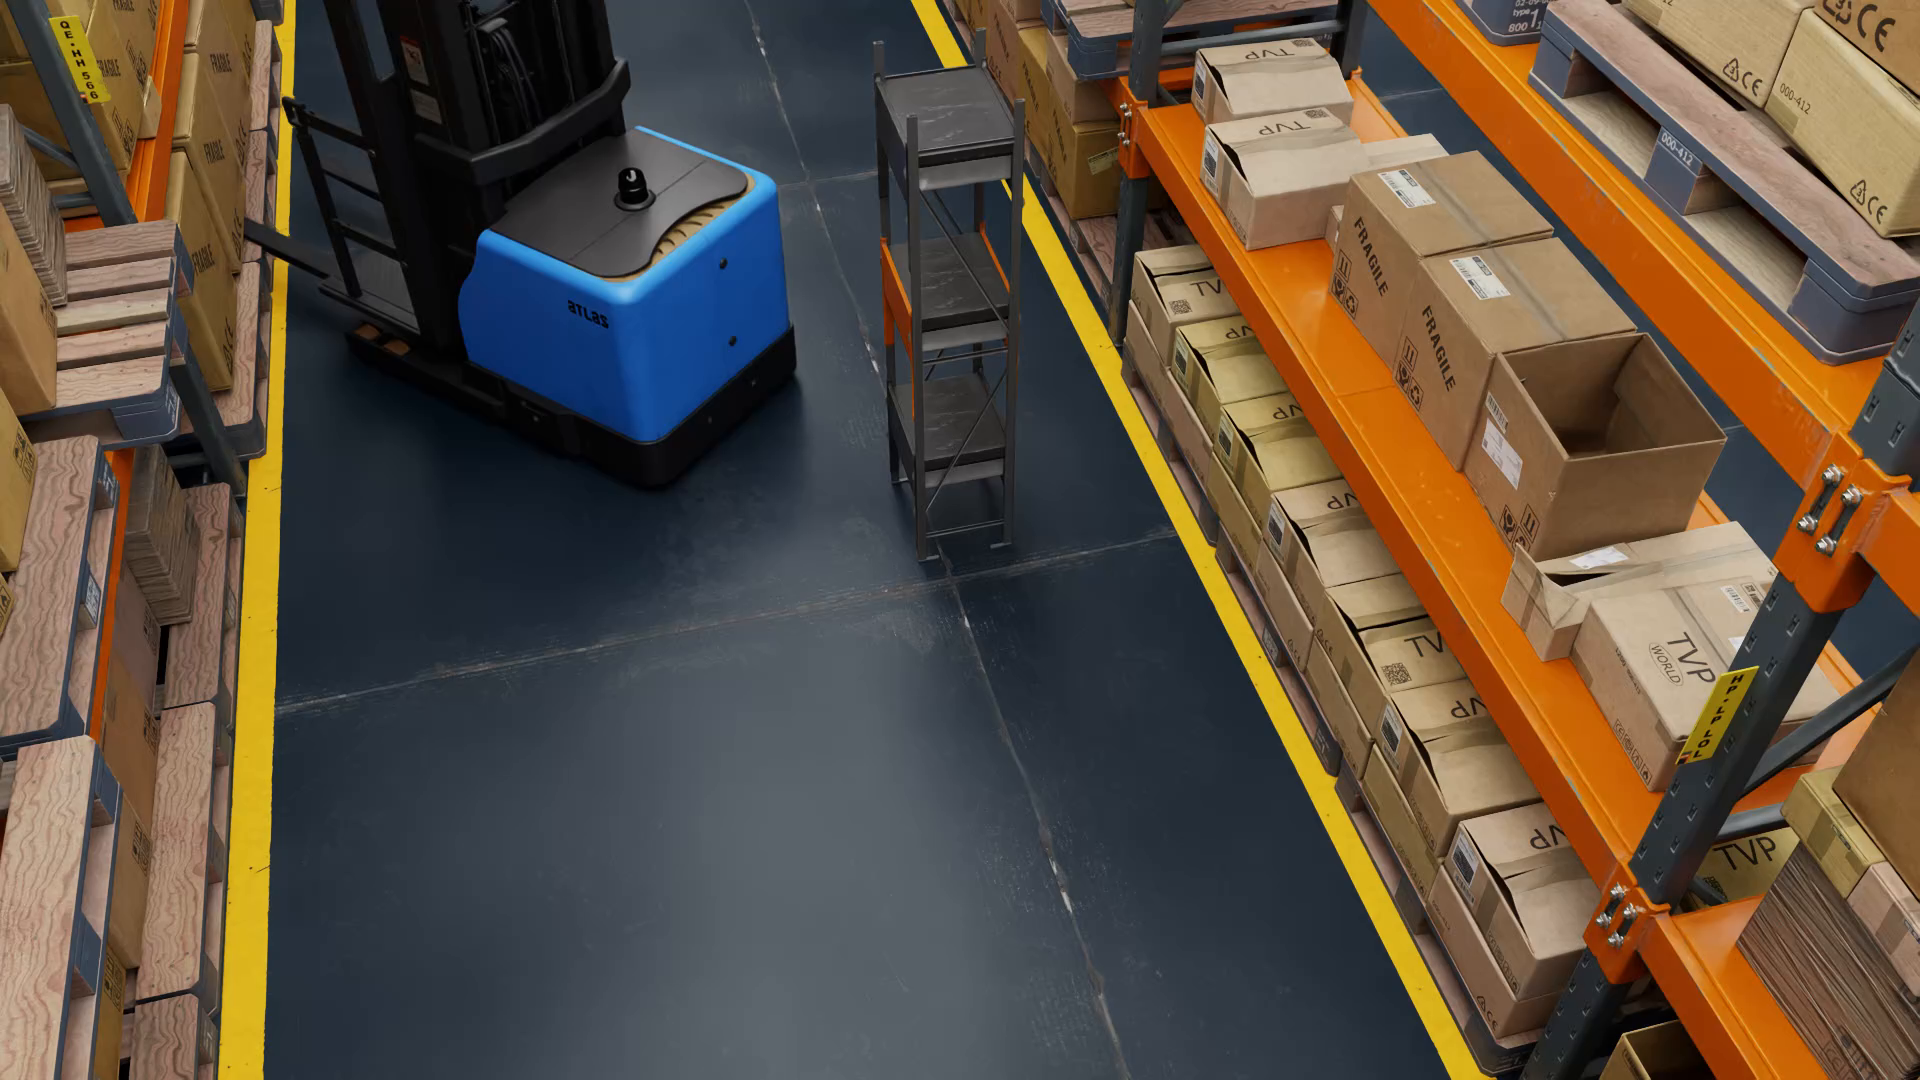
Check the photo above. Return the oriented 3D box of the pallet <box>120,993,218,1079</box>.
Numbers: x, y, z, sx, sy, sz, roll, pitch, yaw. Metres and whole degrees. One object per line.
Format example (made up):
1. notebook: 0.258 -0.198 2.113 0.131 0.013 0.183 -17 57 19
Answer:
1. pallet: -2.757 2.018 4.875 1.003 0.211 1.213 -11 47 -10

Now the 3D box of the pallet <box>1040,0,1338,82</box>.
1. pallet: 0.966 -2.479 7.464 1.213 0.211 1.003 -11 47 -10

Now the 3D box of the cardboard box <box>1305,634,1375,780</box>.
1. cardboard box: 1.586 0.550 5.992 0.500 0.250 0.500 -10 46 -9

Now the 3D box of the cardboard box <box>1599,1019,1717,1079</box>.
1. cardboard box: 2.048 1.601 4.437 0.500 0.500 0.500 -11 47 -10

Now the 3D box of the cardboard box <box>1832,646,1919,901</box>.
1. cardboard box: 2.351 0.487 3.445 0.700 0.500 0.500 -10 47 -10

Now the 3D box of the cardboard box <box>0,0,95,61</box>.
1. cardboard box: -3.454 -1.971 6.015 0.500 0.250 0.500 -10 46 -9

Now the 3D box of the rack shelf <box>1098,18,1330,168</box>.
1. rack shelf: 0.696 -3.220 8.560 1.077 0.370 4.000 -11 47 -10

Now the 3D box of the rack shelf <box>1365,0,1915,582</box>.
1. rack shelf: 1.720 -1.508 4.782 1.077 0.370 4.000 -11 47 -10

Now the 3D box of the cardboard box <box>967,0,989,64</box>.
1. cardboard box: 0.340 -3.040 9.322 0.500 0.500 0.500 -10 46 -10

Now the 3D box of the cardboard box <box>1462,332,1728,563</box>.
1. cardboard box: 1.916 -0.261 5.086 0.500 0.500 0.500 -8 46 -7

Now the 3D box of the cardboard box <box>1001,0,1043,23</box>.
1. cardboard box: 0.457 -2.979 8.737 0.500 0.250 0.500 -12 47 -11

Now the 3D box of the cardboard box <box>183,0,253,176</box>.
1. cardboard box: -4.082 -2.300 8.366 0.750 0.750 0.750 -9 46 -9

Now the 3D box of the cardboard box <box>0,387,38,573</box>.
1. cardboard box: -3.110 -0.193 4.711 0.700 0.500 0.500 -11 47 -10

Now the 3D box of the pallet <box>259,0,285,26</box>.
1. pallet: -4.723 -3.507 10.290 1.003 0.211 1.213 -11 47 -10

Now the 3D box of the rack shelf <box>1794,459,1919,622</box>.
1. rack shelf: 2.744 1.254 2.075 1.077 0.370 4.000 -11 47 -10

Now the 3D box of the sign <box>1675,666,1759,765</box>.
1. sign: 1.710 0.399 3.754 0.100 0.325 0.005 -11 47 -10

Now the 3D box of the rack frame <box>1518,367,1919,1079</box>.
1. rack frame: 2.232 0.671 4.243 1.000 3.000 0.127 -11 47 -10

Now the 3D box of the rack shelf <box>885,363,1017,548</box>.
1. rack shelf: -0.042 -0.350 6.873 0.431 0.518 0.480 -11 47 -10

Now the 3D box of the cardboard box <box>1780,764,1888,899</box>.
1. cardboard box: 2.113 0.630 3.759 0.380 0.149 0.250 -11 47 -10

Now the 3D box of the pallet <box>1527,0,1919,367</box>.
1. pallet: 1.993 -0.919 3.834 0.805 0.209 1.217 -12 47 -12

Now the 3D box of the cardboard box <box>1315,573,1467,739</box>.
1. cardboard box: 1.586 0.360 5.786 0.500 0.311 0.500 -11 47 -10

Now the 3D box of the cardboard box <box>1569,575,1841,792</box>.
1. cardboard box: 2.063 0.391 4.622 0.500 0.250 0.500 -8 46 -8

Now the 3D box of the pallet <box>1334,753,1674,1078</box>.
1. pallet: 2.005 1.145 5.730 1.003 0.211 1.213 -11 47 -10

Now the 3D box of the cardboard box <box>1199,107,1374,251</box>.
1. cardboard box: 1.249 -1.407 6.341 0.500 0.311 0.500 -11 47 -11

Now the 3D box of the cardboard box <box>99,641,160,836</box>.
1. cardboard box: -3.171 0.741 5.617 0.700 0.500 0.500 -11 47 -11

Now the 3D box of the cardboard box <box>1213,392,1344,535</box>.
1. cardboard box: 1.329 -0.343 6.475 0.500 0.311 0.500 -12 47 -11

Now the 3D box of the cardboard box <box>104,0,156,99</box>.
1. cardboard box: -3.582 -2.074 6.641 0.500 0.500 0.500 -9 46 -9

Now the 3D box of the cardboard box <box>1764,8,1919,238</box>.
1. cardboard box: 2.083 -0.901 3.494 0.500 0.250 0.500 -6 46 -6

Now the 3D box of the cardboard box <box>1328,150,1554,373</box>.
1. cardboard box: 1.653 -0.970 5.781 0.500 0.500 0.500 -13 47 -12

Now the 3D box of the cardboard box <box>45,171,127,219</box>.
1. cardboard box: -3.440 -1.371 6.406 0.380 0.149 0.250 -11 47 -11

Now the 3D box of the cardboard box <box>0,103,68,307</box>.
1. cardboard box: -3.450 -1.049 5.550 0.700 0.500 0.500 -16 48 -15

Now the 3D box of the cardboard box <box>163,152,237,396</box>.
1. cardboard box: -3.641 -1.109 7.198 0.750 0.750 0.750 -11 47 -11

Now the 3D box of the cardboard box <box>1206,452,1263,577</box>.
1. cardboard box: 1.326 -0.155 6.684 0.500 0.250 0.500 -12 47 -11

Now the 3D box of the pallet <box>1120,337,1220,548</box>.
1. pallet: 1.381 -0.539 7.381 1.003 0.211 1.213 -11 47 -10

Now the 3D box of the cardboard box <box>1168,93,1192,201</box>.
1. cardboard box: 1.228 -2.097 8.397 0.500 0.500 0.500 -12 47 -12

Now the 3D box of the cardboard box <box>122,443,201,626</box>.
1. cardboard box: -3.345 0.026 6.317 0.700 0.500 0.500 -10 46 -10

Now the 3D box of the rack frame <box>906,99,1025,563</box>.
1. rack frame: 0.020 -0.681 6.198 0.400 2.100 0.015 -11 47 -10

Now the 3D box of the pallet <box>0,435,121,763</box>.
1. pallet: -3.034 0.244 4.796 1.003 0.211 1.213 -11 47 -10

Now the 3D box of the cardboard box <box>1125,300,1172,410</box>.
1. cardboard box: 1.058 -0.860 7.375 0.500 0.250 0.500 -11 47 -10

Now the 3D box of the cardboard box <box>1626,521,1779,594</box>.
1. cardboard box: 2.202 0.110 4.969 0.380 0.149 0.250 -11 47 -10

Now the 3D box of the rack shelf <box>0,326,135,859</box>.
1. rack shelf: -3.068 0.450 4.963 1.077 0.370 4.000 -11 47 -10

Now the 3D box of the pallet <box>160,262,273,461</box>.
1. pallet: -3.709 -0.764 7.602 1.003 0.211 1.213 -11 47 -10

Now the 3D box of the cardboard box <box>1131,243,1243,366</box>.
1. cardboard box: 1.058 -1.056 7.174 0.500 0.311 0.500 -9 46 -9

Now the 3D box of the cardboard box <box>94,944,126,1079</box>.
1. cardboard box: -2.941 1.447 4.924 0.700 0.500 0.500 -12 47 -11

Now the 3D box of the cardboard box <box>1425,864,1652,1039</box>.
1. cardboard box: 1.845 1.253 5.304 0.500 0.250 0.500 -11 47 -11

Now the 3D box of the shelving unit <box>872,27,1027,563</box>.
1. shelving unit: -0.042 -0.849 6.363 0.431 2.100 0.503 -11 47 -10

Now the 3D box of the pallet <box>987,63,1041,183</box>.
1. pallet: 0.744 -2.478 9.281 1.003 0.211 1.213 -11 47 -10

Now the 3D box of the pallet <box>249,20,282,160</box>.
1. pallet: -4.334 -2.449 9.253 1.003 0.211 1.213 -11 47 -10

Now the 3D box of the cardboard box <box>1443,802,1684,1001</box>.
1. cardboard box: 1.851 1.063 5.097 0.500 0.311 0.500 -11 47 -10

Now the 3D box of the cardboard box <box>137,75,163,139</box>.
1. cardboard box: -3.483 -1.746 6.773 0.380 0.149 0.250 -9 46 -9

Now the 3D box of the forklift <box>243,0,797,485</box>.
1. forklift: -2.268 -2.085 6.992 3.031 2.935 1.130 25 51 23

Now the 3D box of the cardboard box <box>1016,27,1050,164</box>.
1. cardboard box: 0.609 -2.330 8.626 0.500 0.500 0.500 -12 47 -12

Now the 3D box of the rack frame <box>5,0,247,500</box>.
1. rack frame: -3.580 -1.182 6.059 1.000 3.000 0.127 -11 47 -10
